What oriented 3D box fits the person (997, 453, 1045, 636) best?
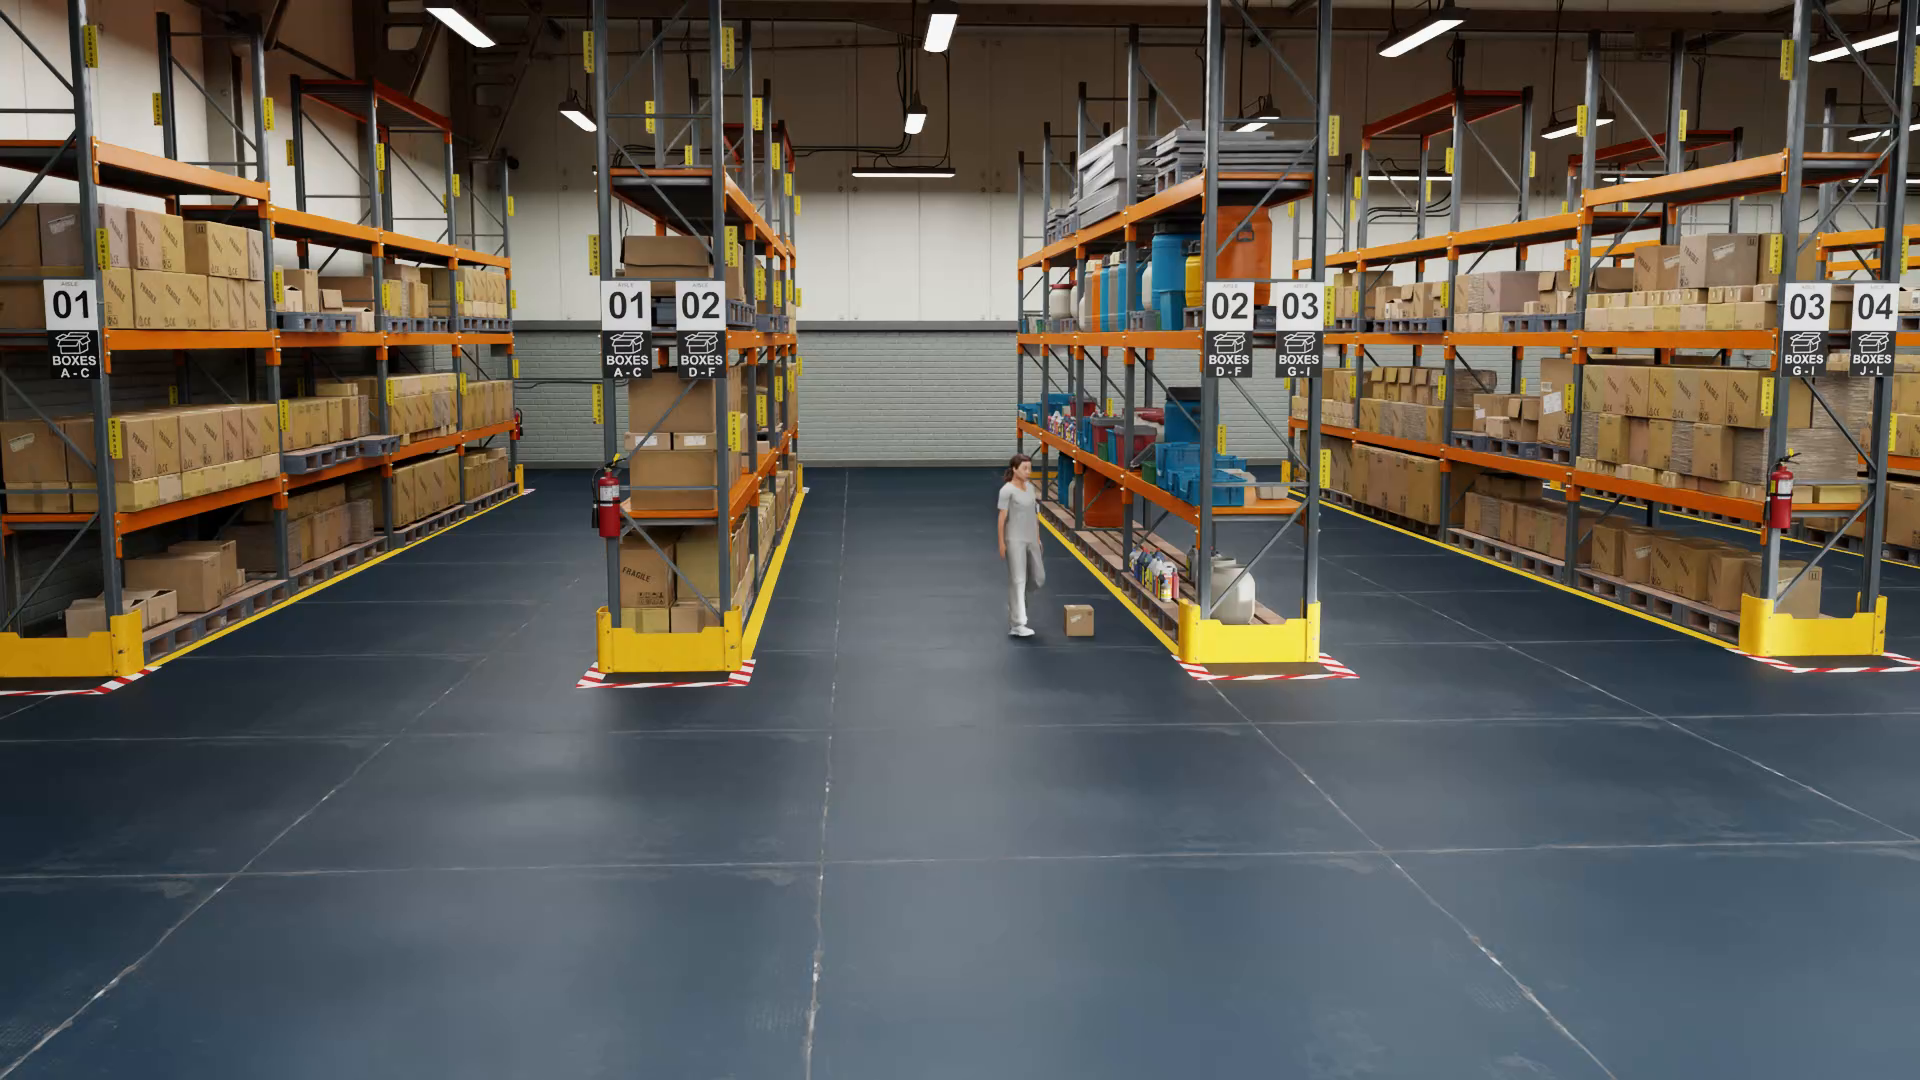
[{"bbox_3d":[0.569,0.024,15.529,0.481,1.663,0.668,-7,10,-43],"label":"person"}]
